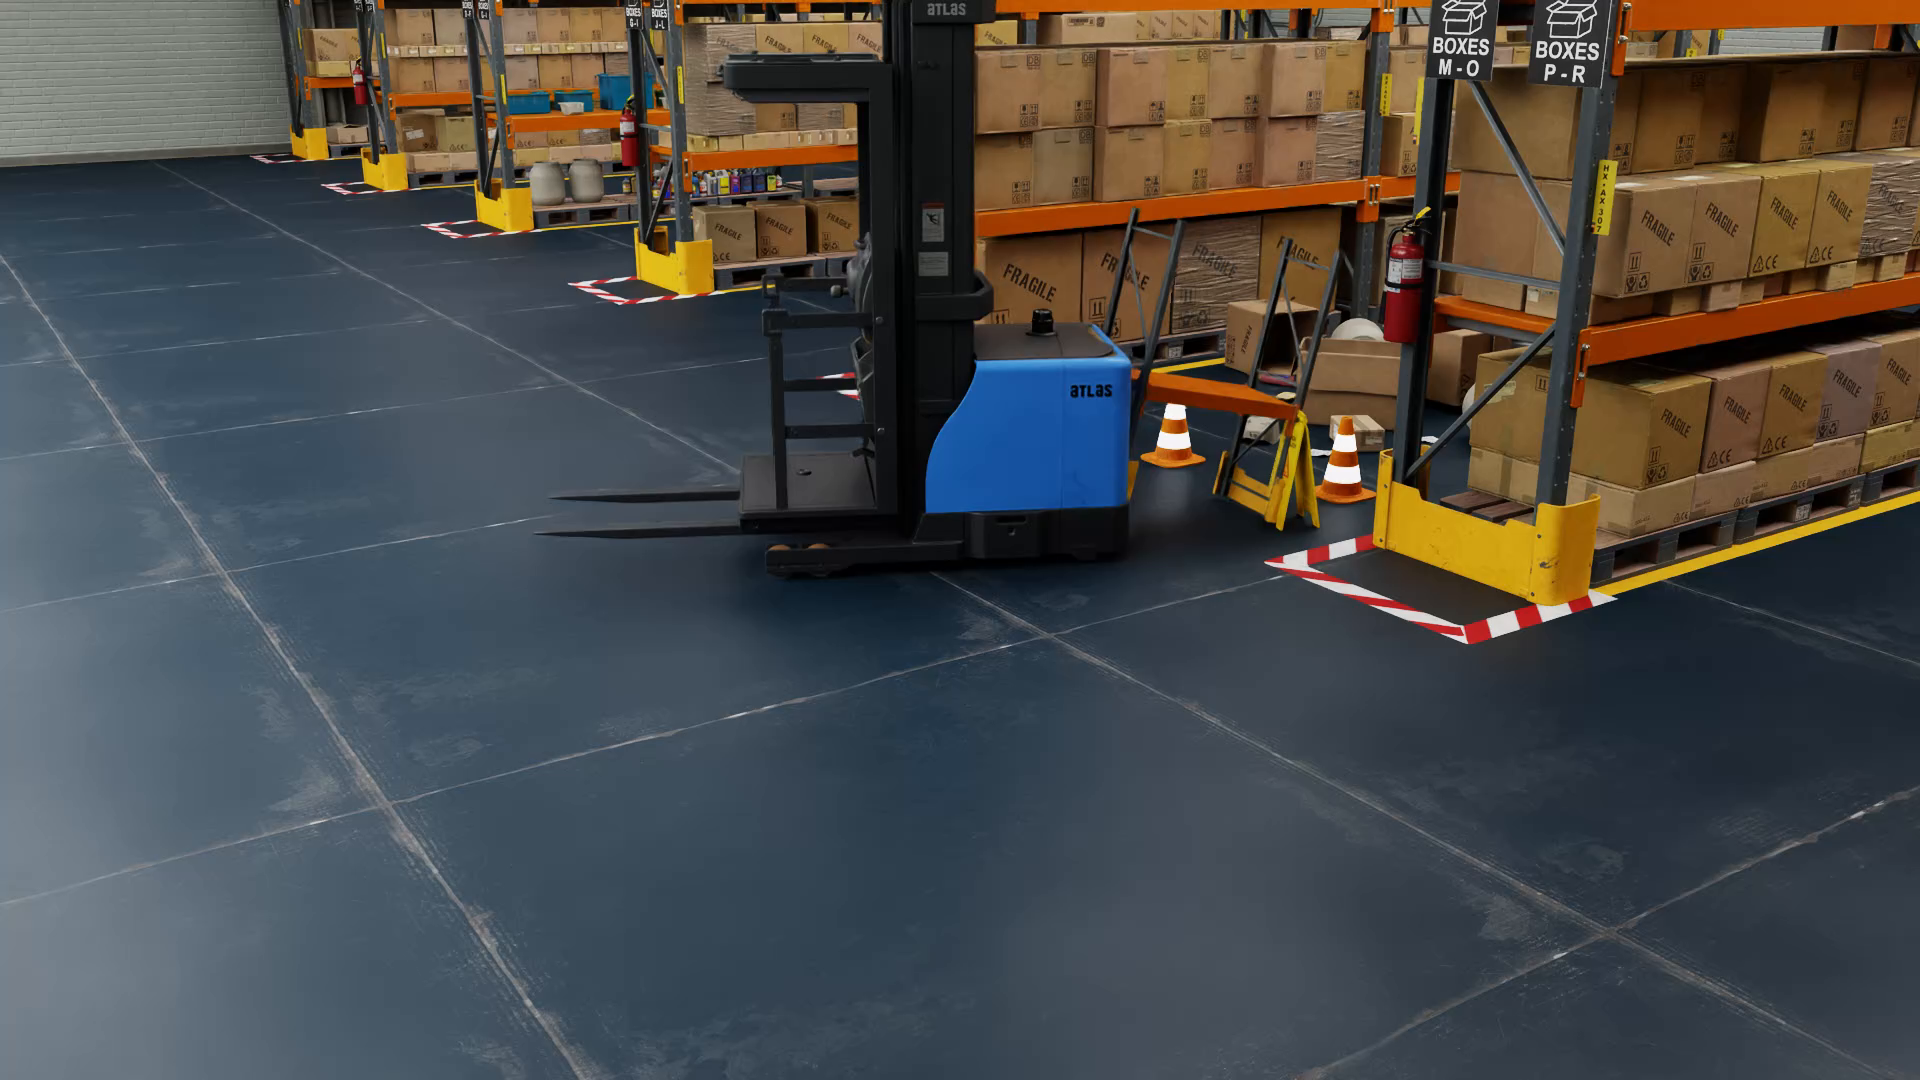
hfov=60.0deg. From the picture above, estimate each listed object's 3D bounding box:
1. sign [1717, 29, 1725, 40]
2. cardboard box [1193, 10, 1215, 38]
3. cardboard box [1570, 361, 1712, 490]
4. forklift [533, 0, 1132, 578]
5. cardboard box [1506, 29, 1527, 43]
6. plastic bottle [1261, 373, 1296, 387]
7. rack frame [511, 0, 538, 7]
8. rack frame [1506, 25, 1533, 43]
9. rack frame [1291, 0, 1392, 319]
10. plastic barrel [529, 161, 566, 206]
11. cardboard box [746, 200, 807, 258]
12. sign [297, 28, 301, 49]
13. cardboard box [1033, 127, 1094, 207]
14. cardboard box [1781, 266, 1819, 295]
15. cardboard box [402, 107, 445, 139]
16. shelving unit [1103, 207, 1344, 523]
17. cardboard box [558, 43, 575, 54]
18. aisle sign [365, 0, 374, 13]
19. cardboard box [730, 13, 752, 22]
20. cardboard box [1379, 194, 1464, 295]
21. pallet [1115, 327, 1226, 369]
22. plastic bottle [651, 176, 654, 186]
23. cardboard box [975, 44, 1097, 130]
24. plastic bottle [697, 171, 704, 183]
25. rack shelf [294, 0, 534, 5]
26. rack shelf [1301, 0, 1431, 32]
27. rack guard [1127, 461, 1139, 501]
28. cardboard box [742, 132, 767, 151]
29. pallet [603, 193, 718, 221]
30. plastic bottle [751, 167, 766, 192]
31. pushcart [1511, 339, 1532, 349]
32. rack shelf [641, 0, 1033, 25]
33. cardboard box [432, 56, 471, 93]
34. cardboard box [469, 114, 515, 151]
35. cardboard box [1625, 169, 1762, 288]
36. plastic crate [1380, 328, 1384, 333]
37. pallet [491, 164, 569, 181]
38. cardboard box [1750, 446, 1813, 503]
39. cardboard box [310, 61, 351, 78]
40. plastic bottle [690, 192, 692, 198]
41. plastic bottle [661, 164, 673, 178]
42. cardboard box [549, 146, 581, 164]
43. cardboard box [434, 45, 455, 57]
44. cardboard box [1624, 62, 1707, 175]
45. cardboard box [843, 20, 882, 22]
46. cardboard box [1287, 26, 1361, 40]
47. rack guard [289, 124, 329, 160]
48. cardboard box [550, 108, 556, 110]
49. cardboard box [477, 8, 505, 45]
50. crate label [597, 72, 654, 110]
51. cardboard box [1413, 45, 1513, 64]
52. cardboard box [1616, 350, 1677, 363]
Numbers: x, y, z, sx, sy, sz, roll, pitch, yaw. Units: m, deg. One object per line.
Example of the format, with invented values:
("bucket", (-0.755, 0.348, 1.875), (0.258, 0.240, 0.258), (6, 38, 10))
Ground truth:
("sign", (10.781, -7.250, 23.526), (0.005, 0.325, 0.100), (-12, 22, -31))
("cardboard box", (4.407, -9.667, 31.136), (0.500, 0.500, 0.500), (-11, 22, -30))
("cardboard box", (3.427, -0.592, 8.477), (0.500, 0.500, 0.500), (-13, 22, -33))
("forklift", (-0.679, -1.374, 8.430), (3.031, 2.935, 1.130), (-2, 19, -6))
("cardboard box", (7.390, -6.610, 22.409), (0.500, 0.500, 0.500), (-11, 22, -30))
("plastic bottle", (2.394, -1.189, 12.364), (0.283, 0.061, 0.133), (13, 23, 34))
("rack frame", (-7.701, -8.598, 29.691), (0.127, 3.000, 1.000), (-12, 22, -31))
("rack frame", (7.153, -6.032, 22.102), (0.127, 3.000, 1.000), (-12, 22, -31))
("rack frame", (3.115, -3.278, 13.957), (0.127, 3.000, 1.000), (-12, 22, -31))
("plastic barrel", (-5.085, -4.400, 20.503), (0.421, 0.512, 0.421), (0, 19, 0))
("cardboard box", (-1.858, -3.153, 16.834), (0.500, 0.500, 0.500), (-6, 20, -17))
("sign", (-10.743, -8.158, 27.039), (0.005, 0.325, 0.100), (-12, 22, -31))
("cardboard box", (0.507, -2.825, 12.382), (0.550, 0.550, 0.875), (-12, 22, -31))
("cardboard box", (4.307, -1.415, 8.836), (0.250, 0.149, 0.380), (-13, 22, -33))
("cardboard box", (-9.298, -7.231, 28.866), (0.500, 0.500, 0.700), (-14, 23, -35))
("shelving unit", (1.326, -0.932, 8.989), (1.083, 1.500, 0.587), (5, 16, -27))
("cardboard box", (-5.934, -7.344, 24.814), (0.250, 0.149, 0.380), (-12, 22, -32))
("aisle sign", (-8.201, -7.707, 22.997), (0.004, 0.787, 0.394), (-12, 22, -31))
("cardboard box", (-4.124, -10.004, 32.029), (0.500, 0.250, 0.500), (-11, 22, -30))
("cardboard box", (4.392, -2.714, 15.144), (0.750, 0.750, 1.050), (-12, 22, -31))
("pallet", (1.417, -1.628, 13.430), (1.213, 0.211, 1.003), (-12, 22, -31))
("plastic bottle", (-4.016, -4.614, 21.463), (0.133, 0.283, 0.061), (-12, 22, -31))
("cardboard box", (0.514, -3.333, 12.198), (0.550, 0.550, 0.875), (-12, 22, -31))
("plastic bottle", (-3.415, -4.763, 21.922), (0.097, 0.271, 0.097), (0, 19, 0))
("rack shelf", (-9.371, -9.326, 28.284), (4.000, 0.370, 1.077), (-12, 22, -31))
("rack shelf", (4.786, -4.711, 14.634), (4.000, 0.370, 1.077), (-12, 22, -31))
("rack guard", (0.756, -0.377, 8.910), (0.087, 0.250, 0.587), (5, 16, -27))
("cardboard box", (-2.063, -3.865, 16.083), (0.250, 0.149, 0.380), (-12, 22, -31))
("pallet", (-3.856, -4.303, 21.343), (1.213, 0.211, 1.003), (-12, 22, -31))
("plastic bottle", (-2.632, -4.711, 21.643), (0.185, 0.351, 0.144), (-13, 22, -33))
("pushcart", (4.626, -1.331, 12.291), (1.648, 0.377, 0.936), (13, 23, 34))
("rack shelf", (-1.199, -5.351, 16.527), (4.000, 0.370, 1.077), (-12, 22, -31))
("cardboard box", (-7.481, -6.789, 24.184), (0.500, 0.500, 0.700), (-11, 22, -30))
("cardboard box", (-6.917, -6.035, 24.579), (0.500, 0.500, 0.500), (-12, 22, -31))
("cardboard box", (3.560, -1.557, 8.245), (0.500, 0.500, 0.500), (-11, 22, -30))
("plastic crate", (3.691, -1.593, 13.271), (0.662, 0.188, 0.450), (-1, 9, -3))
("pallet", (-6.681, -5.607, 25.199), (1.213, 0.211, 1.003), (-12, 22, -31))
("cardboard box", (4.286, -0.420, 9.138), (0.500, 0.250, 0.500), (-10, 21, -28))
("cardboard box", (-10.459, -7.833, 27.631), (0.500, 0.250, 0.500), (-13, 22, -33))
("plastic bottle", (-3.455, -4.457, 21.127), (0.097, 0.201, 0.097), (0, 19, 0))
("plastic bottle", (-3.823, -4.729, 21.697), (0.185, 0.351, 0.144), (-11, 22, -29))
("cardboard box", (-6.073, -5.852, 25.207), (0.500, 0.250, 0.500), (-12, 22, -31))
("cardboard box", (-7.440, -7.026, 23.872), (0.250, 0.149, 0.380), (-12, 22, -31))
("cardboard box", (3.315, -2.165, 8.482), (0.500, 0.500, 0.700), (-12, 22, -31))
("cardboard box", (-0.879, -5.097, 17.155), (0.500, 0.500, 0.500), (-12, 22, -31))
("cardboard box", (4.432, -5.975, 20.209), (0.637, 0.503, 0.797), (-11, 22, -30))
("rack guard", (-10.978, -6.722, 28.047), (0.348, 0.500, 1.175), (-12, 22, -31))
("cardboard box", (-6.368, -6.351, 25.512), (0.500, 0.500, 0.500), (-12, 22, -31))
("cardboard box", (-7.016, -7.502, 24.268), (0.500, 0.500, 0.700), (-12, 22, -31))
("crate label", (-4.205, -5.657, 20.936), (0.616, 0.435, 0.502), (-12, 22, -31))
("cardboard box", (4.377, -4.069, 14.577), (0.500, 0.500, 0.700), (-12, 22, -31))
("cardboard box", (3.541, -0.823, 9.161), (0.500, 0.500, 0.500), (-11, 22, -29))
